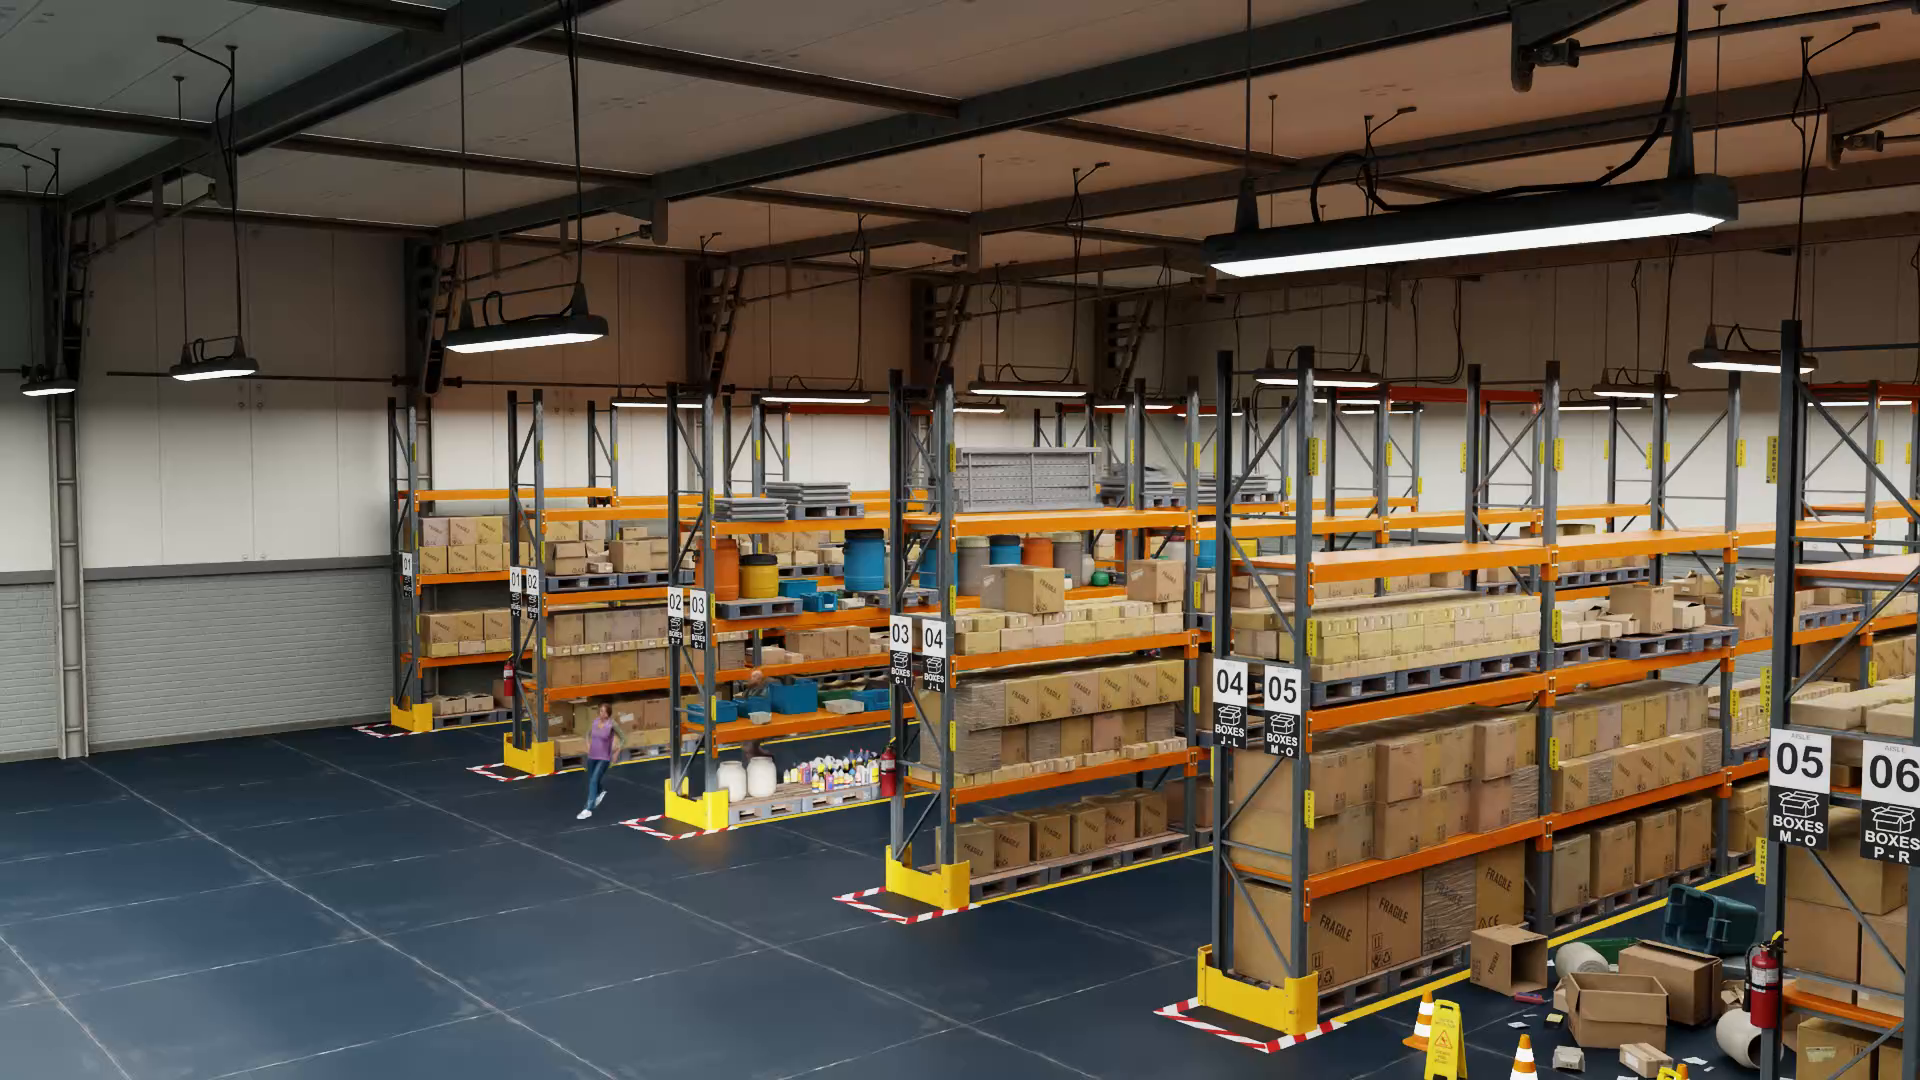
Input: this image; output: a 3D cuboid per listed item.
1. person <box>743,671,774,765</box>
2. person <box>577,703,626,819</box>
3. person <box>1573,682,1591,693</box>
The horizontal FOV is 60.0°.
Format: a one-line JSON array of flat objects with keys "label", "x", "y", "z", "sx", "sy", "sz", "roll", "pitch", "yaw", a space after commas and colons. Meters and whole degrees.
[{"label": "person", "x": -3.077, "y": 2.833, "z": 25.425, "sx": 0.664, "sy": 1.687, "sz": 0.720, "roll": 3, "pitch": 5, "yaw": 43}, {"label": "person", "x": -4.936, "y": 3.027, "z": 23.016, "sx": 0.608, "sy": 1.564, "sz": 0.794, "roll": 1, "pitch": 3, "yaw": 16}, {"label": "person", "x": 9.244, "y": 2.901, "z": 24.674, "sx": 0.804, "sy": 1.733, "sz": 0.584, "roll": -3, "pitch": 4, "yaw": -41}]
